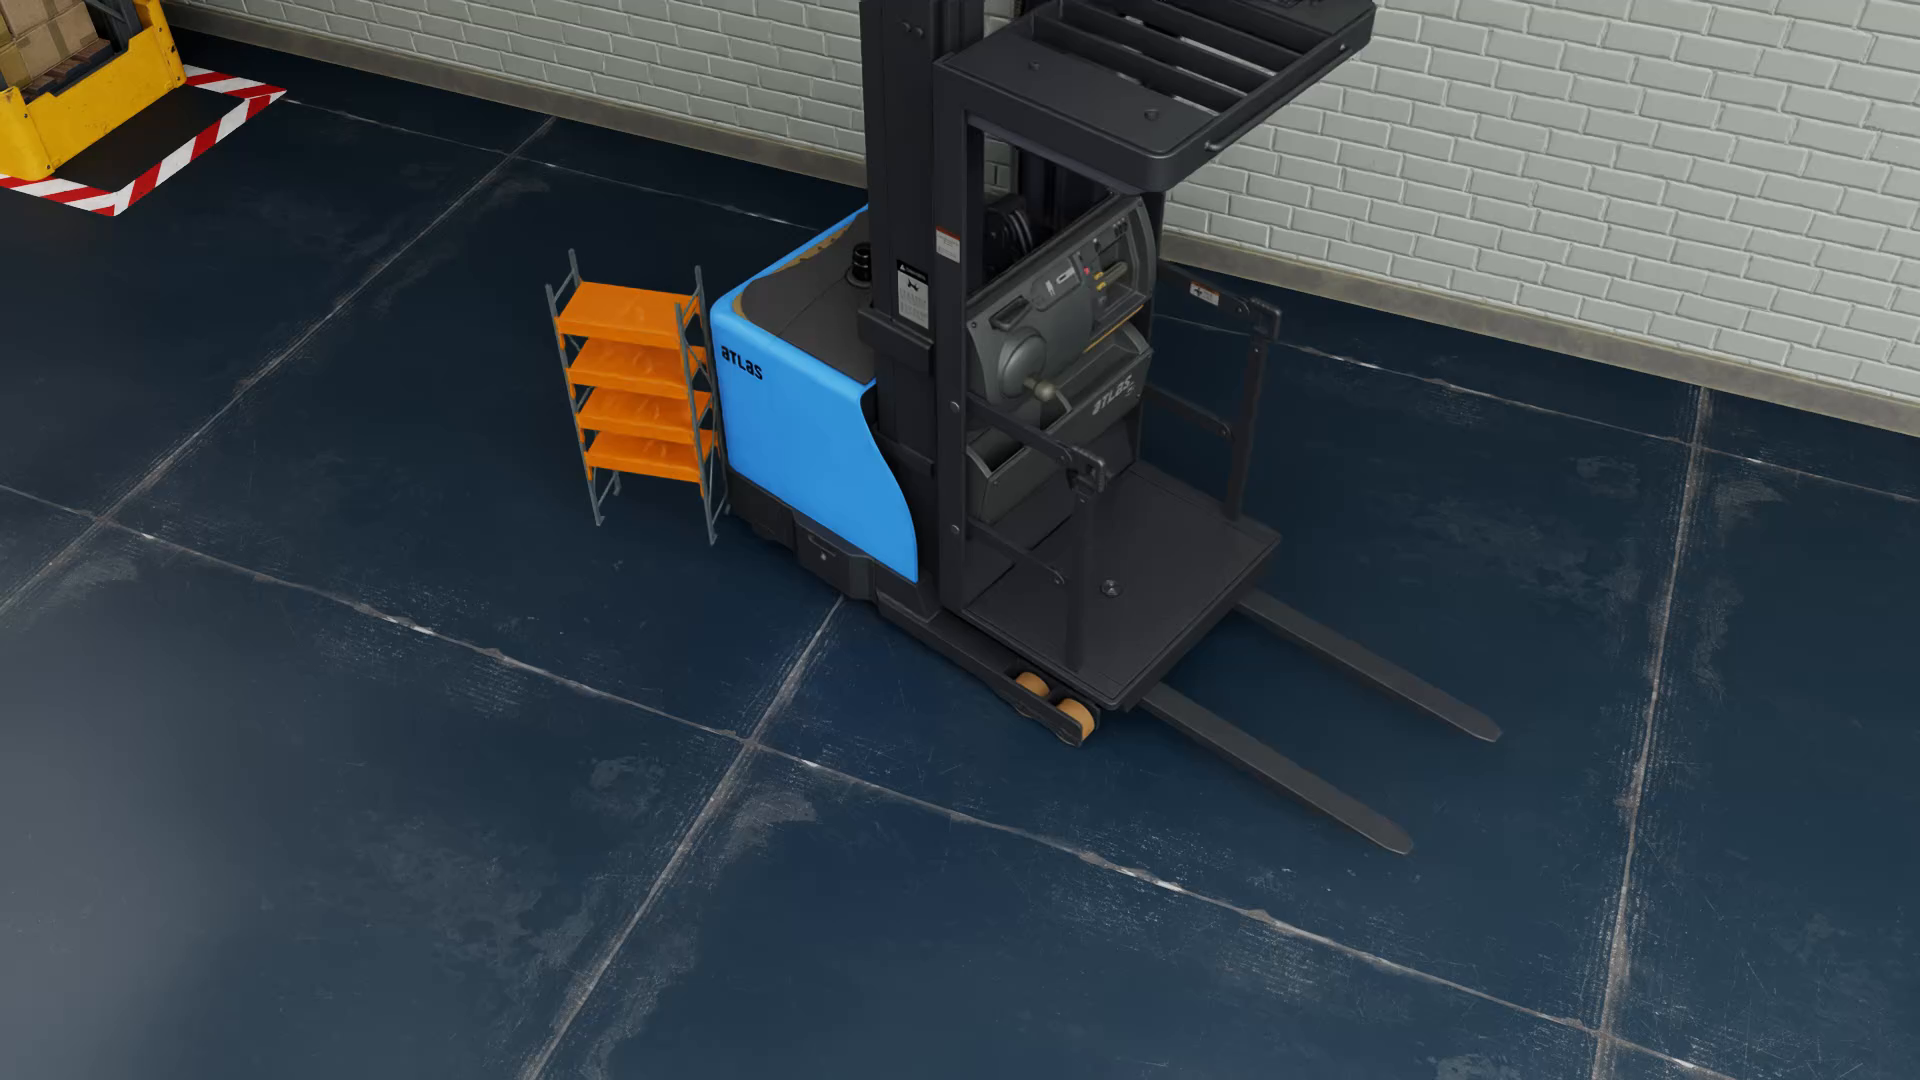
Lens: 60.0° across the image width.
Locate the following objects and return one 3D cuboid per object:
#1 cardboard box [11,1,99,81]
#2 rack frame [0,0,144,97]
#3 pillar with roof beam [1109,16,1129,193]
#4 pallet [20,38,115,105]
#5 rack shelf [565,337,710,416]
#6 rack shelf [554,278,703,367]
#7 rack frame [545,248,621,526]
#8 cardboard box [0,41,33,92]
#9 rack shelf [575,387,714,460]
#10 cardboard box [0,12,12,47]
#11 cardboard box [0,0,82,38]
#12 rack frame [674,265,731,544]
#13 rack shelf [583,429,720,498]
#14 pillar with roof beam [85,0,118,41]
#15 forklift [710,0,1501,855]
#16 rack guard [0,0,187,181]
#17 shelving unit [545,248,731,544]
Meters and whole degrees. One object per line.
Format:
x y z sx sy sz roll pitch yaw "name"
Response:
-5.110 -2.777 9.066 0.500 0.250 0.500 17 47 16 "cardboard box"
-4.732 -3.342 7.983 0.127 3.000 1.000 16 47 16 "rack frame"
-1.147 -1.813 2.192 0.400 9.000 9.100 16 47 16 "pillar with roof beam"
-5.453 -2.534 9.147 1.213 0.211 1.003 16 47 16 "pallet"
-1.217 -0.639 6.320 0.480 0.148 0.258 9 46 9 "rack shelf"
-1.217 -0.807 6.153 0.480 0.148 0.258 9 46 9 "rack shelf"
-1.455 -0.566 6.468 0.015 1.200 0.240 9 46 9 "rack frame"
-5.287 -2.438 8.726 0.500 0.250 0.500 17 47 16 "cardboard box"
-1.217 -0.481 6.478 0.480 0.148 0.258 9 46 9 "rack shelf"
-5.301 -2.622 8.556 0.500 0.250 0.500 16 47 15 "cardboard box"
-5.086 -2.957 8.892 0.500 0.250 0.500 17 47 17 "cardboard box"
-0.979 -0.491 6.393 0.015 1.200 0.240 9 46 9 "rack frame"
-1.217 -0.340 6.618 0.480 0.148 0.258 9 46 9 "rack shelf"
-6.685 -3.442 3.830 0.400 9.000 9.100 16 47 16 "pillar with roof beam"
0.511 -0.727 5.402 3.031 2.935 1.130 31 53 27 "forklift"
-4.709 -2.450 8.858 0.348 0.500 1.175 16 47 16 "rack guard"
-1.217 -0.529 6.431 0.503 1.200 0.258 9 46 9 "shelving unit"
